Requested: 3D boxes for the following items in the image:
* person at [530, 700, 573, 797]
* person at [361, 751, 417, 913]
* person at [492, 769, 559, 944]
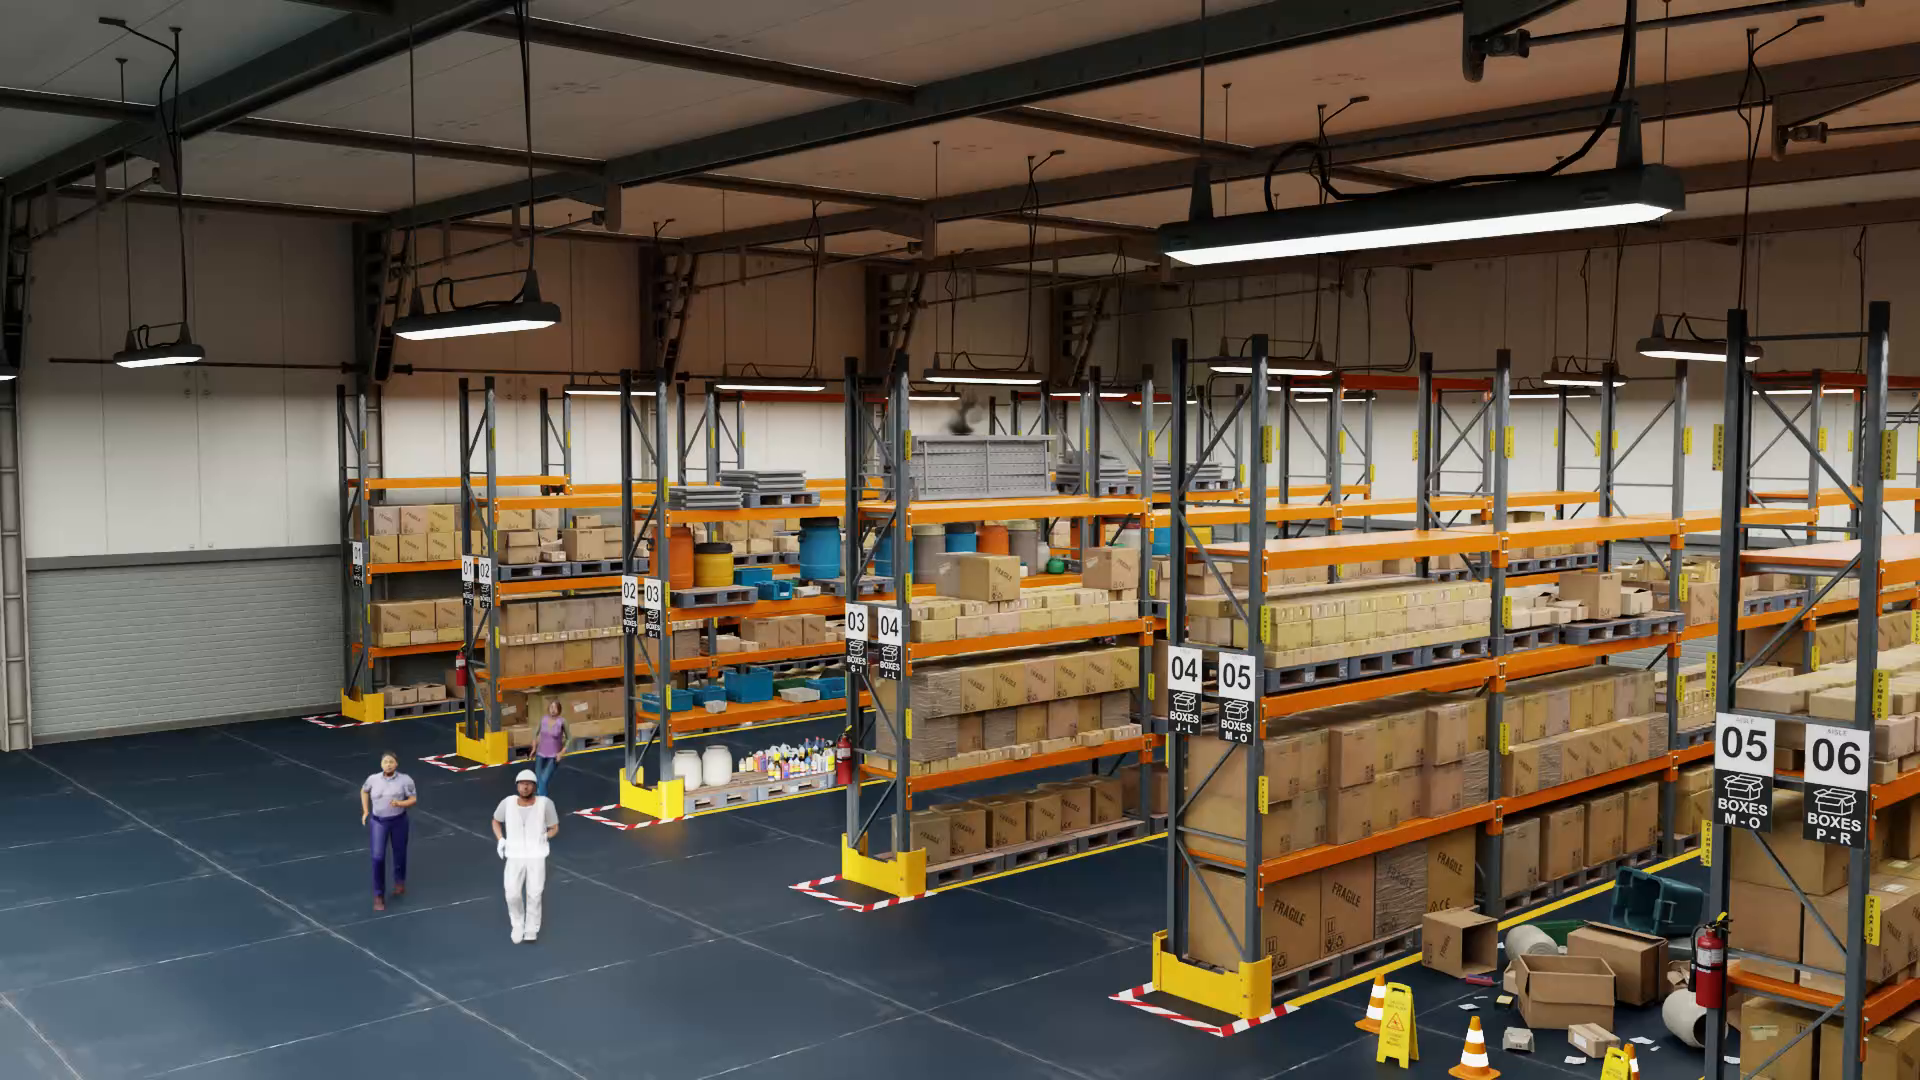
[{"bbox_3d":[-5.538,2.923,22.539,0.573,1.523,0.510,0,4,3],"label":"person"},{"bbox_3d":[-6.224,3.157,18.145,0.582,1.714,0.744,-1,4,-18],"label":"person"},{"bbox_3d":[-4.351,3.188,16.640,0.664,1.759,0.626,-1,4,-11],"label":"person"}]
